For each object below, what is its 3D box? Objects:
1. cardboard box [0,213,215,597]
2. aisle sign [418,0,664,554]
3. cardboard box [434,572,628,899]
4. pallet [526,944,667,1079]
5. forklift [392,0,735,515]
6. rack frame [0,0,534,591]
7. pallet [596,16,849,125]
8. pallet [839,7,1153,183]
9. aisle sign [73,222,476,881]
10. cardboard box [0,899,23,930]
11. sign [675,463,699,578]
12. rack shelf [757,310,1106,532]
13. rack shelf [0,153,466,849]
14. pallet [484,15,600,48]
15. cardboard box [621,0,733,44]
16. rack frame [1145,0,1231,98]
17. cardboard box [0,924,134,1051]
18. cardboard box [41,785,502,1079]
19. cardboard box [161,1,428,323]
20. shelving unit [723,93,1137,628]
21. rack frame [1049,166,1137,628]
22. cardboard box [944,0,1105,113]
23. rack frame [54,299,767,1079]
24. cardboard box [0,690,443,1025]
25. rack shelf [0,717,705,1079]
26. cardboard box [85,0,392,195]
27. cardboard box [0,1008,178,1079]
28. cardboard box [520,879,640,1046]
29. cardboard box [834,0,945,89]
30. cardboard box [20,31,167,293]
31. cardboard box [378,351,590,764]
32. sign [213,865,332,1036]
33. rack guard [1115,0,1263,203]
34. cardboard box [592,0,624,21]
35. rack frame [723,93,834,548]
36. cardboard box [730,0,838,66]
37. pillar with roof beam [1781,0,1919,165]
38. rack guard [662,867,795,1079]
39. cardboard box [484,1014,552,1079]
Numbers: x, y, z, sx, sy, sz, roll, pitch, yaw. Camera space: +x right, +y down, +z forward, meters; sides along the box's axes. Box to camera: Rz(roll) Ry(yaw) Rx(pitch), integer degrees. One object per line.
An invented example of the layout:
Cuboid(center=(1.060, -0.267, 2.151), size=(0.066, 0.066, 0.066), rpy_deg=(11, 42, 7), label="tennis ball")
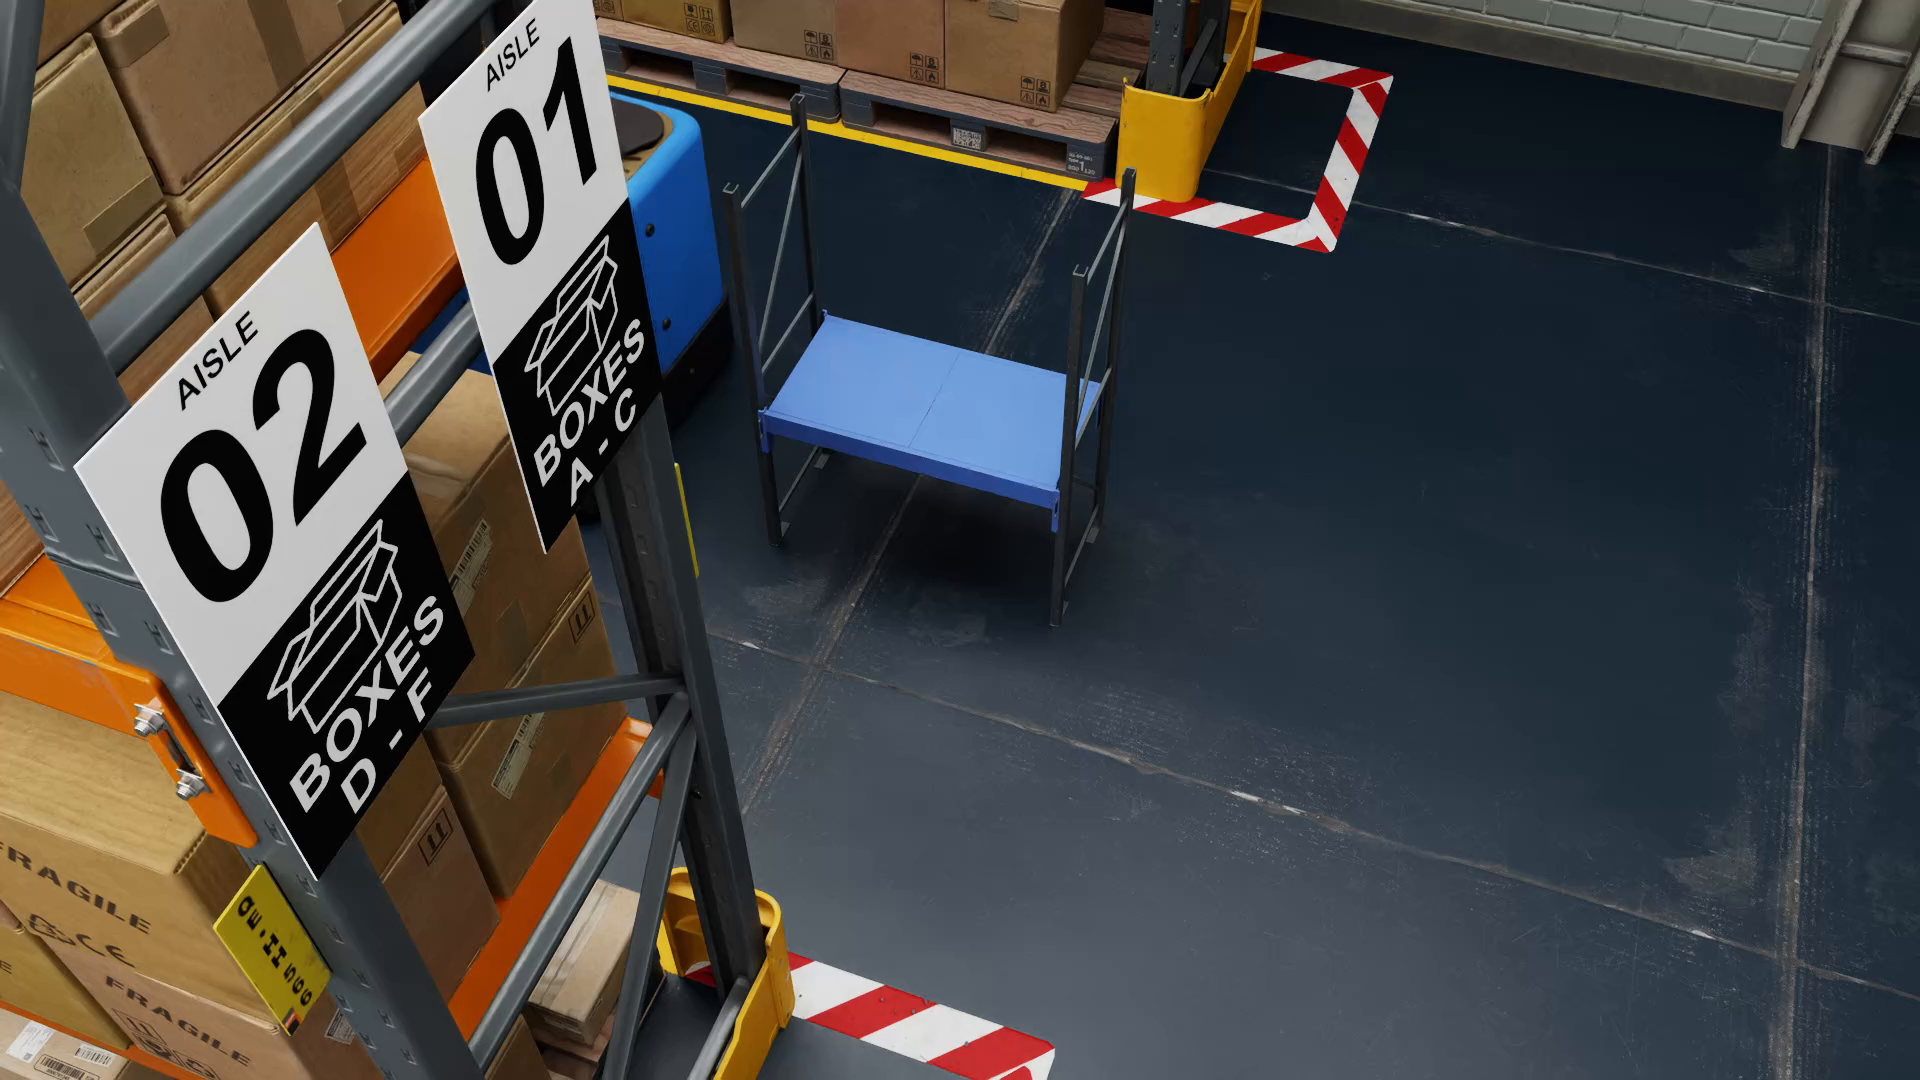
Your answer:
Cuboid(center=(-1.306, -0.216, 2.066), size=(0.500, 0.250, 0.500), rpy_deg=(16, 51, 13), label="cardboard box")
Cuboid(center=(-0.567, -0.376, 2.371), size=(0.004, 0.787, 0.394), rpy_deg=(16, 51, 13), label="aisle sign")
Cuboid(center=(-1.058, 0.330, 3.413), size=(0.500, 0.500, 0.500), rpy_deg=(17, 51, 14), label="cardboard box")
Cuboid(center=(-1.552, 1.351, 4.440), size=(1.213, 0.211, 1.003), rpy_deg=(16, 51, 13), label="pallet")
Cuboid(center=(-2.420, -1.787, 5.359), size=(3.031, 2.935, 1.130), rpy_deg=(18, 51, 15), label="forklift")
Cuboid(center=(-0.733, -1.299, 0.921), size=(0.127, 3.000, 1.000), rpy_deg=(16, 51, 13), label="rack frame")
Cuboid(center=(-0.937, -2.408, 7.698), size=(1.213, 0.211, 1.003), rpy_deg=(16, 51, 13), label="pallet")
Cuboid(center=(0.203, -2.088, 7.420), size=(1.213, 0.211, 1.003), rpy_deg=(16, 51, 13), label="pallet")
Cuboid(center=(-0.775, 0.049, 2.002), size=(0.004, 0.787, 0.394), rpy_deg=(16, 51, 13), label="aisle sign")
Cuboid(center=(-1.720, 0.252, 2.819), size=(0.500, 0.500, 0.500), rpy_deg=(17, 51, 14), label="cardboard box")
Cuboid(center=(-0.545, -0.003, 3.195), size=(0.005, 0.325, 0.100), rpy_deg=(16, 51, 13), label="sign")
Cuboid(center=(-0.080, -0.396, 5.339), size=(1.000, 0.185, 0.538), rpy_deg=(16, 51, 13), label="rack shelf")
Cuboid(center=(-2.609, -0.605, 2.781), size=(4.000, 0.370, 1.077), rpy_deg=(16, 51, 13), label="rack shelf")
Cuboid(center=(-2.086, -2.727, 7.973), size=(1.213, 0.211, 1.003), rpy_deg=(16, 51, 13), label="pallet")
Cuboid(center=(-1.155, -2.675, 7.460), size=(0.500, 0.500, 0.700), rpy_deg=(17, 51, 14), label="cardboard box")
Cuboid(center=(0.980, -2.847, 6.233), size=(0.127, 3.000, 1.000), rpy_deg=(16, 51, 13), label="rack frame")
Cuboid(center=(-1.735, 0.575, 3.201), size=(0.500, 0.500, 0.500), rpy_deg=(16, 51, 13), label="cardboard box")
Cuboid(center=(-1.247, 0.708, 3.085), size=(0.500, 0.500, 0.500), rpy_deg=(17, 51, 14), label="cardboard box")
Cuboid(center=(-1.127, -0.583, 2.384), size=(0.500, 0.250, 0.500), rpy_deg=(16, 51, 13), label="cardboard box")
Cuboid(center=(-0.080, -0.514, 5.203), size=(1.048, 1.500, 0.538), rpy_deg=(16, 51, 13), label="shelving unit")
Cuboid(center=(0.397, -0.380, 5.087), size=(0.032, 1.500, 0.500), rpy_deg=(16, 51, 13), label="rack frame")
Cuboid(center=(0.289, -2.278, 7.116), size=(0.500, 0.500, 0.700), rpy_deg=(16, 51, 13), label="cardboard box")
Cuboid(center=(-0.733, 0.665, 3.188), size=(0.127, 3.000, 1.000), rpy_deg=(16, 51, 13), label="rack frame")
Cuboid(center=(-1.246, 0.384, 2.705), size=(0.500, 0.500, 0.500), rpy_deg=(15, 51, 13), label="cardboard box")
Cuboid(center=(-2.609, 0.377, 3.914), size=(4.000, 0.370, 1.077), rpy_deg=(16, 51, 13), label="rack shelf")
Cuboid(center=(-1.124, -0.751, 2.199), size=(0.500, 0.250, 0.500), rpy_deg=(16, 51, 13), label="cardboard box")
Cuboid(center=(-2.209, 1.184, 4.267), size=(0.500, 0.250, 0.500), rpy_deg=(16, 51, 13), label="cardboard box")
Cuboid(center=(-1.006, 1.102, 4.406), size=(0.250, 0.149, 0.380), rpy_deg=(16, 51, 13), label="cardboard box")
Cuboid(center=(-0.180, -2.409, 7.229), size=(0.500, 0.500, 0.700), rpy_deg=(15, 51, 13), label="cardboard box")
Cuboid(center=(-1.303, -0.385, 1.883), size=(0.500, 0.250, 0.500), rpy_deg=(16, 51, 13), label="cardboard box")
Cuboid(center=(-1.058, 0.002, 3.035), size=(0.500, 0.500, 0.500), rpy_deg=(17, 51, 14), label="cardboard box")
Cuboid(center=(-0.944, 0.571, 2.295), size=(0.005, 0.325, 0.100), rpy_deg=(16, 51, 13), label="sign")
Cuboid(center=(1.003, -2.022, 7.172), size=(0.348, 0.500, 1.175), rpy_deg=(16, 51, 13), label="rack guard")
Cuboid(center=(-1.636, -2.811, 7.578), size=(0.500, 0.500, 0.700), rpy_deg=(15, 51, 13), label="cardboard box")
Cuboid(center=(-0.557, -0.647, 5.318), size=(0.032, 1.500, 0.500), rpy_deg=(16, 51, 13), label="rack frame")
Cuboid(center=(-0.652, -2.541, 7.343), size=(0.500, 0.500, 0.700), rpy_deg=(14, 51, 12), label="cardboard box")
Cuboid(center=(2.321, -1.666, 1.239), size=(0.400, 9.000, 9.100), rpy_deg=(16, 51, 13), label="pillar with roof beam")
Cuboid(center=(-0.804, 1.464, 4.150), size=(0.348, 0.500, 1.175), rpy_deg=(16, 51, 13), label="rack guard")
Cuboid(center=(-1.328, 1.372, 3.939), size=(0.500, 0.500, 0.500), rpy_deg=(16, 51, 13), label="cardboard box")
